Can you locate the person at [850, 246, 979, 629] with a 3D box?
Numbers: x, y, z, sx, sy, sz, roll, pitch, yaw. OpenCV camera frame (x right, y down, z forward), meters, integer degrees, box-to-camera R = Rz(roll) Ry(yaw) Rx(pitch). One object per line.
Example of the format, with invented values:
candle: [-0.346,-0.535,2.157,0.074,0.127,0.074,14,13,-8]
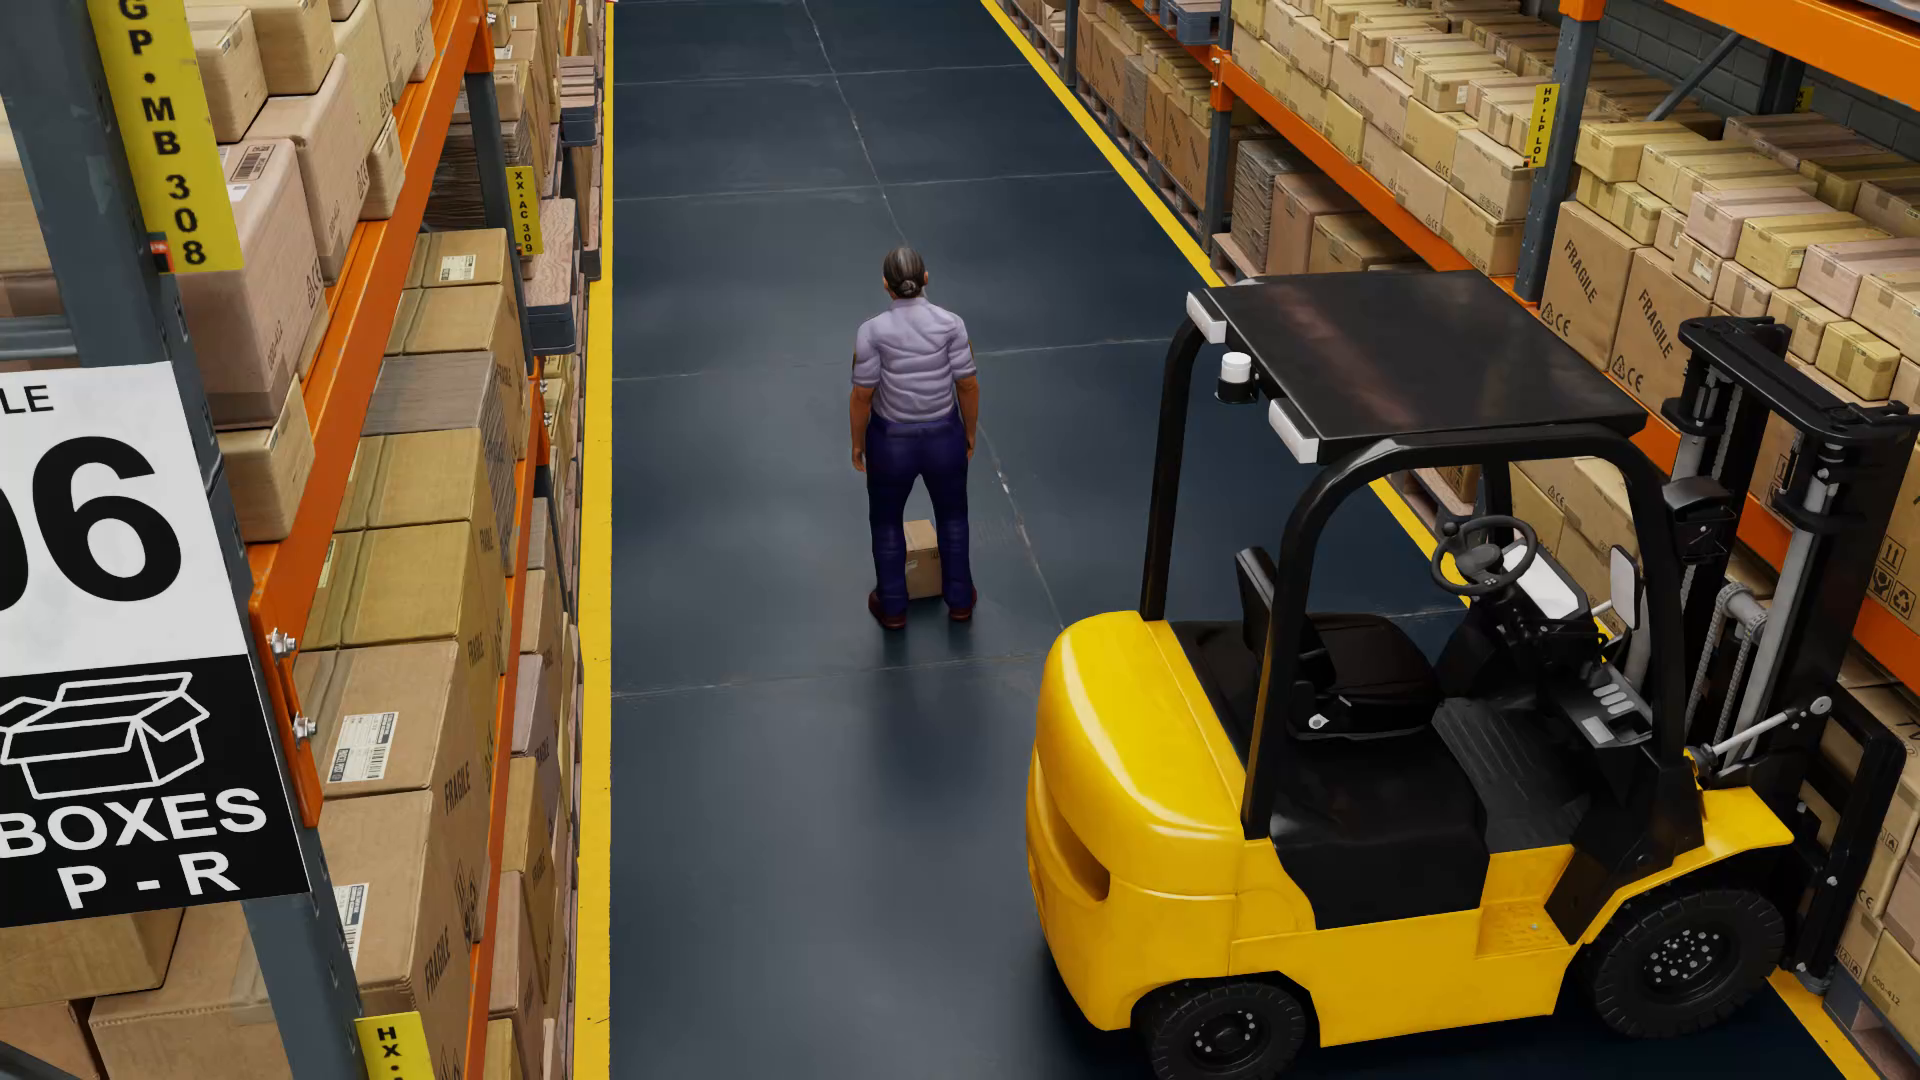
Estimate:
person: [-0.177,-0.390,6.793,0.546,1.651,0.367,-6,31,-9]
